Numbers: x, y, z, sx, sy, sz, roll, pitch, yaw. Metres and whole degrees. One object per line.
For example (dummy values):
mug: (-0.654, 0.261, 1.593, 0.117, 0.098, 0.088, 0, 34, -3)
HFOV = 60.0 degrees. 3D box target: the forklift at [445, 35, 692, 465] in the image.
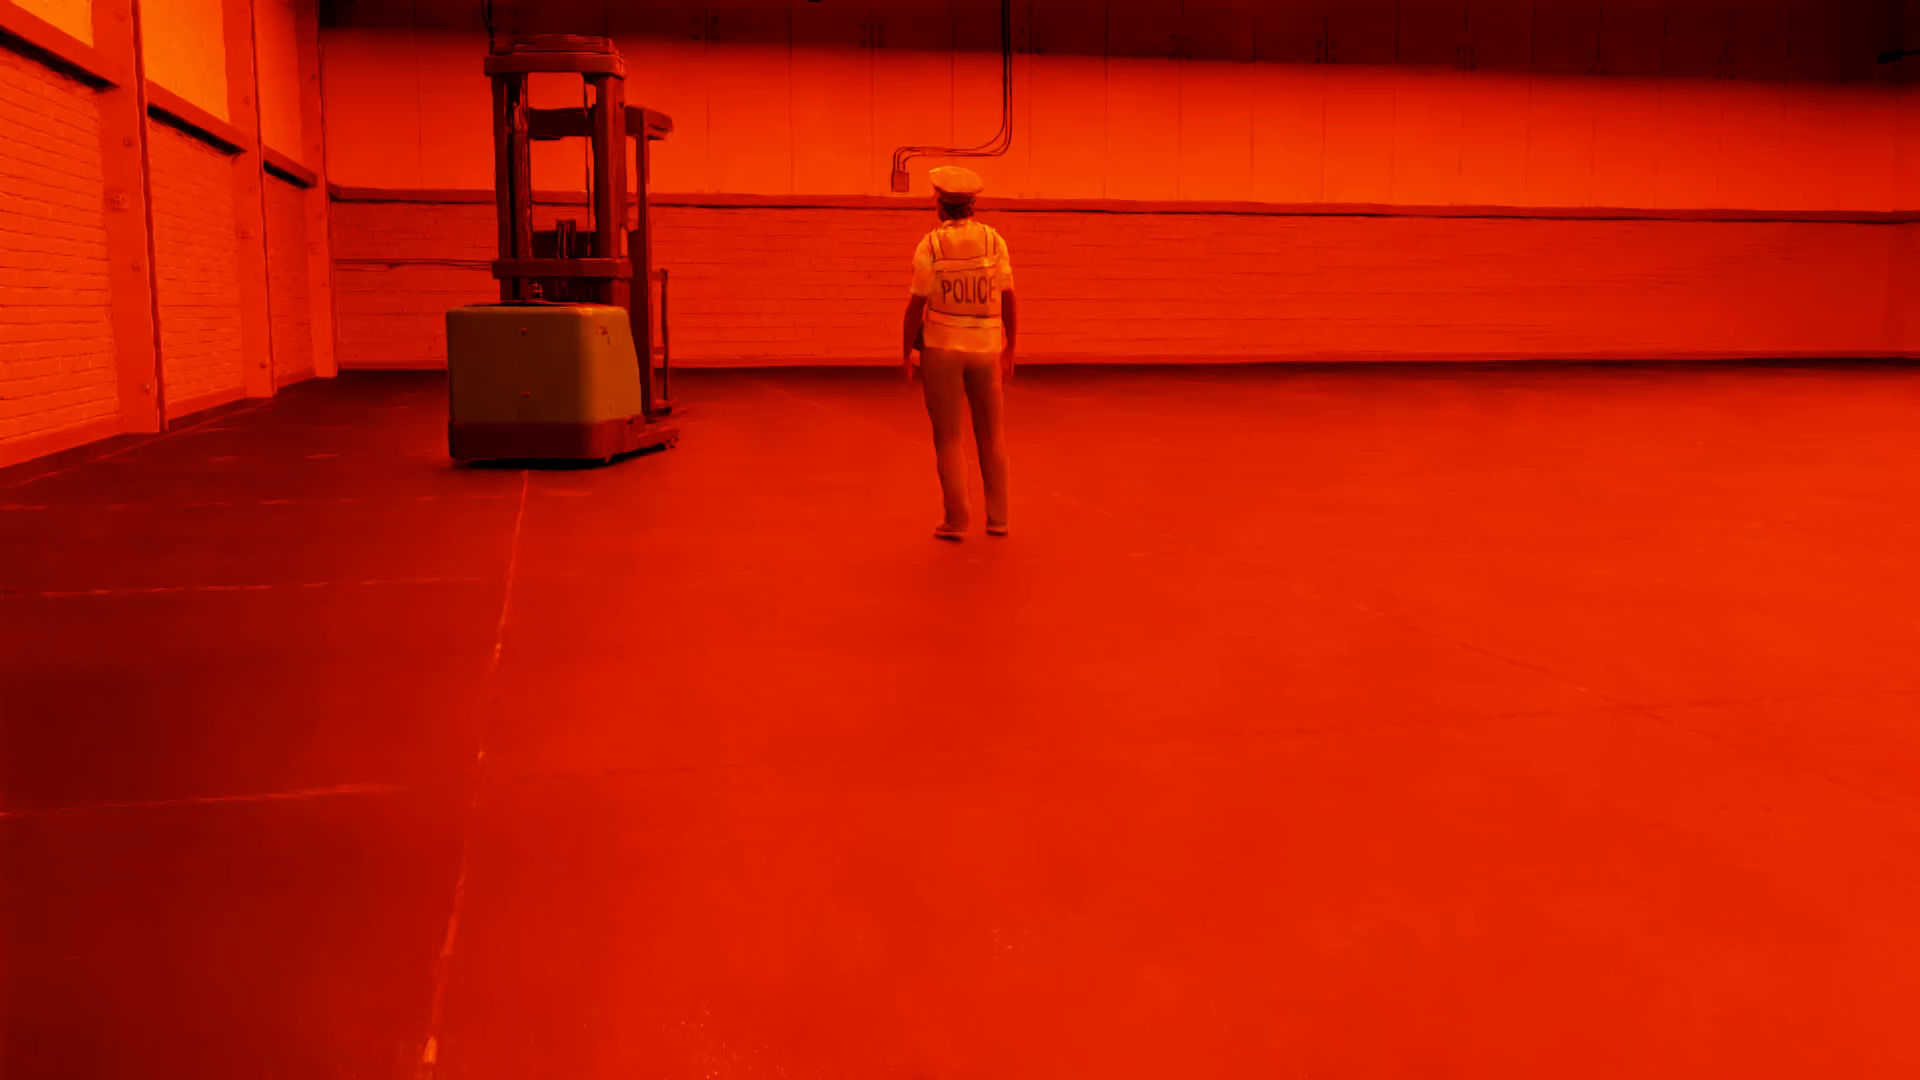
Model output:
forklift: (-2.760, -2.132, 12.358, 1.130, 2.935, 3.031, 1, 8, 6)

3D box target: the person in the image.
person: (0.002, -0.858, 7.665, 0.570, 1.695, 0.529, -2, 8, -13)
